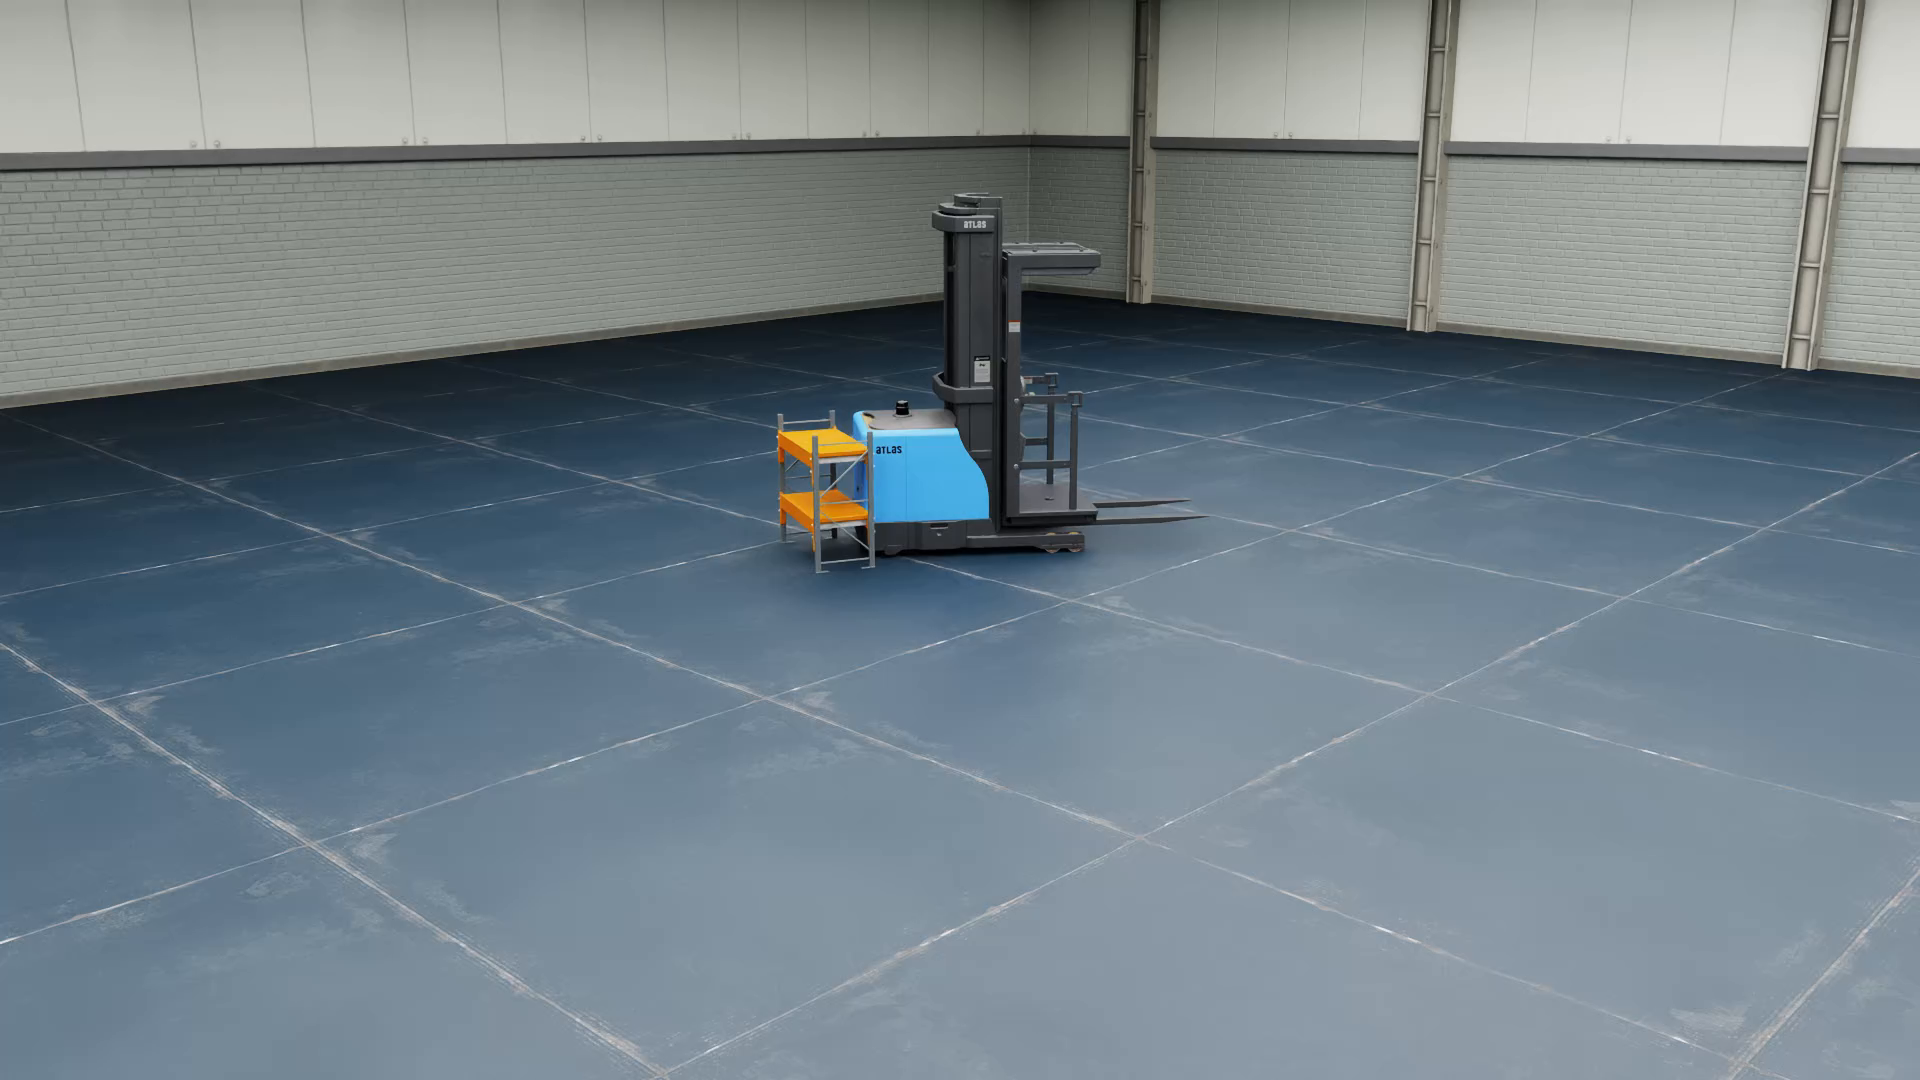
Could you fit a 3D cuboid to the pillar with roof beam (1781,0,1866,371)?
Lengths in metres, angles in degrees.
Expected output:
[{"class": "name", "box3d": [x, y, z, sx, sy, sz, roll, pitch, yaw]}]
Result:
[{"class": "pillar with roof beam", "box3d": [9.092, -6.048, 19.795, 0.400, 9.000, 9.100, 14, 20, 42]}]

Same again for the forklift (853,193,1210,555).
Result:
[{"class": "forklift", "box3d": [0.617, -1.441, 14.149, 3.031, 2.935, 1.130, -2, 15, -8]}]

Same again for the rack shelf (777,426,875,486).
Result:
[{"class": "rack shelf", "box3d": [-1.120, -0.703, 13.739, 0.538, 0.278, 1.000, -6, 16, -21]}]

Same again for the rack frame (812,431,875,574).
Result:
[{"class": "rack frame", "box3d": [-0.933, -0.301, 13.355, 0.500, 1.125, 0.032, -6, 16, -21]}]

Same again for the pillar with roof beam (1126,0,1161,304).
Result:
[{"class": "pillar with roof beam", "box3d": [0.453, -8.148, 27.855, 0.400, 9.000, 9.100, 14, 20, 42]}]

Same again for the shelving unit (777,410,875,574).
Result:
[{"class": "shelving unit", "box3d": [-1.120, -0.420, 13.813, 0.538, 1.125, 1.048, -6, 16, -21]}]

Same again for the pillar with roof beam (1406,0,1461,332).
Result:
[{"class": "pillar with roof beam", "box3d": [4.772, -7.098, 23.825, 0.400, 9.000, 9.100, 14, 20, 42]}]

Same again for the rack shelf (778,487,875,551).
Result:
[{"class": "rack shelf", "box3d": [-1.120, -0.183, 13.874, 0.538, 0.278, 1.000, -6, 16, -21]}]

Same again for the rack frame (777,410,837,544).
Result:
[{"class": "rack frame", "box3d": [-1.307, -0.539, 14.270, 0.500, 1.125, 0.032, -6, 16, -21]}]
